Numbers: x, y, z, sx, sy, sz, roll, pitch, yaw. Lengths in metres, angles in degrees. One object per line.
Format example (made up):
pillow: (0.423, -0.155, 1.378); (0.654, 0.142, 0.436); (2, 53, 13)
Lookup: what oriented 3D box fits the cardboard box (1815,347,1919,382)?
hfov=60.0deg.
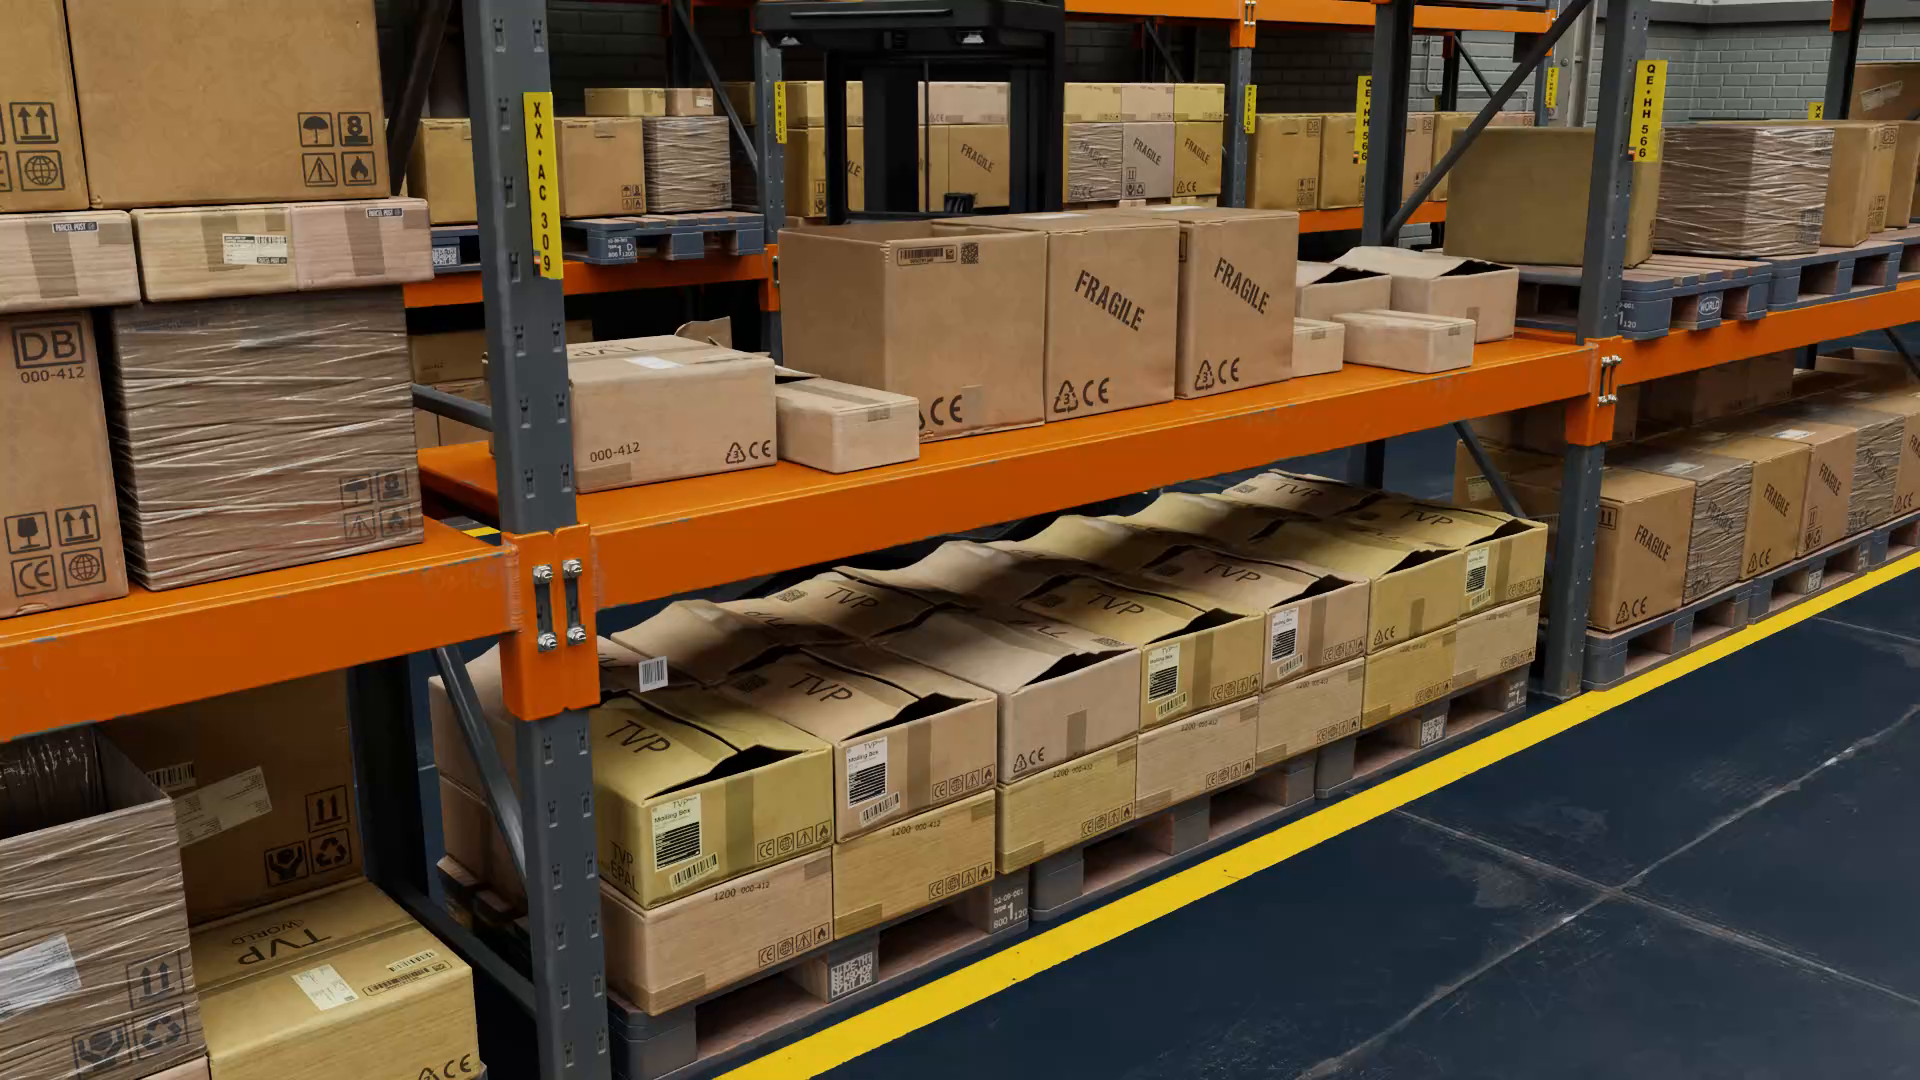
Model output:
cardboard box: (5.166, -0.798, 9.417); (0.500, 0.500, 0.500); (-13, 19, -39)

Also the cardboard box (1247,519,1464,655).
cardboard box: (1.283, 0.117, 5.429); (0.500, 0.311, 0.500); (-13, 20, -40)

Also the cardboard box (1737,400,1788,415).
cardboard box: (3.620, -0.436, 8.062); (0.500, 0.500, 0.500); (-12, 19, -39)

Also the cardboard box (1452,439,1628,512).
cardboard box: (2.456, -0.173, 7.077); (0.500, 0.500, 0.500); (-12, 19, -37)

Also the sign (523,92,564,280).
sign: (-0.748, -0.635, 2.984); (0.005, 0.325, 0.100); (-13, 19, -39)

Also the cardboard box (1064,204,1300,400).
cardboard box: (0.649, -0.725, 4.958); (0.500, 0.500, 0.500); (-14, 20, -42)

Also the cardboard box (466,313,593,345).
cardboard box: (-2.330, -1.078, 9.013); (0.500, 0.250, 0.500); (-12, 19, -38)

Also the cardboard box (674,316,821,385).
cardboard box: (-0.570, -0.406, 4.219); (0.258, 0.266, 0.396); (-13, 20, -41)

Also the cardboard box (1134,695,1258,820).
cardboard box: (0.514, 0.558, 4.861); (0.500, 0.250, 0.500); (-12, 19, -38)

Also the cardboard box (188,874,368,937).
cardboard box: (-1.662, 0.859, 3.737); (0.500, 0.250, 0.500); (-13, 19, -39)

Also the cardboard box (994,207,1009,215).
cardboard box: (0.200, -2.089, 10.705); (0.250, 0.149, 0.380); (-13, 19, -39)

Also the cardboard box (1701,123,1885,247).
cardboard box: (3.630, -1.582, 7.351); (0.700, 0.500, 0.500); (10, 18, 33)

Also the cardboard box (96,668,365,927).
cardboard box: (-1.668, 0.494, 3.648); (0.500, 0.500, 0.500); (-13, 19, -39)

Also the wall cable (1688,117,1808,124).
wall cable: (9.186, -5.570, 17.681); (0.112, 2.526, 3.097); (-13, 19, -39)

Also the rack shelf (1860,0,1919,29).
rack shelf: (6.431, -3.082, 9.558); (4.000, 0.370, 1.077); (-13, 19, -39)

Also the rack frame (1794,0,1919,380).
rack frame: (4.922, -1.642, 8.583); (0.127, 3.000, 1.000); (-13, 19, -39)

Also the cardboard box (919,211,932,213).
cardboard box: (-0.389, -1.963, 10.234); (0.250, 0.149, 0.380); (-13, 20, -40)

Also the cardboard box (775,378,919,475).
cardboard box: (-0.310, -0.275, 3.955); (0.250, 0.149, 0.380); (-13, 19, -39)

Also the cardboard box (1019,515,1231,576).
cardboard box: (0.540, 0.099, 5.496); (0.500, 0.311, 0.500); (-13, 20, -41)

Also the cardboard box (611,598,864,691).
cardboard box: (-0.607, 0.354, 4.538); (0.500, 0.311, 0.500); (-12, 19, -38)

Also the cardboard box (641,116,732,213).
cardboard box: (-1.698, -2.107, 9.280); (0.700, 0.500, 0.500); (13, 20, 40)

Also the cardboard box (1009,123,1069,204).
cardboard box: (0.348, -2.422, 10.697); (0.500, 0.500, 0.500); (-12, 19, -38)

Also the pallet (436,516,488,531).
pallet: (-2.861, -0.243, 8.750); (1.213, 0.211, 1.003); (-13, 19, -39)

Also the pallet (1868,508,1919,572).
pallet: (4.333, -0.149, 8.400); (1.213, 0.211, 1.003); (-13, 19, -39)

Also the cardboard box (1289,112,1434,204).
cardboard box: (3.184, -3.087, 13.412); (0.700, 0.700, 0.980); (-14, 20, -42)

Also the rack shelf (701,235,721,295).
rack shelf: (0.159, -1.919, 11.016); (4.000, 0.370, 1.077); (-13, 19, -39)

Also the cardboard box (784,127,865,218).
cardboard box: (-0.816, -2.162, 9.722); (0.500, 0.500, 0.500); (-12, 19, -38)

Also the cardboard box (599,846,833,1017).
cardboard box: (-0.646, 0.819, 3.886); (0.500, 0.250, 0.500); (-13, 20, -41)

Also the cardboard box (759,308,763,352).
cardboard box: (-0.709, -1.191, 10.249); (0.750, 0.750, 0.750); (-13, 20, -40)

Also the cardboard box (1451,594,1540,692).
cardboard box: (1.668, 0.298, 5.836); (0.500, 0.250, 0.500); (-12, 19, -38)

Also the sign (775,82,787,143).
sign: (-0.987, -2.345, 9.126); (0.005, 0.325, 0.100); (-13, 19, -39)

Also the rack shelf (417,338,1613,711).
rack shelf: (0.396, -0.278, 4.871); (4.000, 0.370, 1.077); (-13, 19, -39)

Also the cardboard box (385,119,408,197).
cardboard box: (-3.059, -1.802, 8.136); (0.500, 0.500, 0.700); (-10, 18, -32)

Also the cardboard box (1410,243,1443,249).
cardboard box: (4.185, -2.514, 14.621); (0.250, 0.149, 0.380); (-12, 19, -39)

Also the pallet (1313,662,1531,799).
pallet: (1.258, 0.515, 5.913); (1.213, 0.211, 1.003); (-13, 19, -39)

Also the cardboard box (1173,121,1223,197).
cardboard box: (1.485, -2.680, 11.661); (0.500, 0.500, 0.500); (-13, 20, -40)

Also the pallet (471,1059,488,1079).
pallet: (-1.741, 1.187, 3.396); (1.213, 0.211, 1.003); (-13, 19, -39)

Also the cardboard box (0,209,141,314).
cardboard box: (-1.561, -0.474, 2.761); (0.250, 0.149, 0.380); (-13, 20, -41)

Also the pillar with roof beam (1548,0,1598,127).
pillar with roof beam: (8.980, -5.969, 13.159); (0.400, 9.000, 9.100); (-13, 19, -39)

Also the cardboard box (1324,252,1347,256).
cardboard box: (3.230, -2.299, 13.816); (0.250, 0.149, 0.380); (-12, 19, -39)

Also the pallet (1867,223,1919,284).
pallet: (4.247, -1.435, 8.181); (1.213, 0.211, 1.003); (-13, 19, -39)

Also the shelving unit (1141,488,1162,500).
shelving unit: (0.821, -0.796, 8.904); (0.503, 1.200, 0.258); (-5, 16, -18)

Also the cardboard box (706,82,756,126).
cardboard box: (-1.178, -2.619, 9.981); (0.500, 0.250, 0.500); (-12, 19, -38)

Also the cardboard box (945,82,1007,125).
cardboard box: (-0.059, -2.695, 10.265); (0.500, 0.250, 0.500); (-12, 19, -39)

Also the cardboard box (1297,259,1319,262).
cardboard box: (2.654, -2.169, 13.332); (0.250, 0.149, 0.380); (-13, 20, -41)

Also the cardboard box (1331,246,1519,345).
cardboard box: (1.601, -0.868, 5.859); (0.500, 0.311, 0.500); (-11, 19, -36)

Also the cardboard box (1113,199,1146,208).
cardboard box: (1.038, -2.243, 11.281); (0.250, 0.149, 0.380); (-13, 19, -39)

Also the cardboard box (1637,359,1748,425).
cardboard box: (3.265, -0.720, 7.671); (0.500, 0.250, 0.500); (-13, 20, -40)

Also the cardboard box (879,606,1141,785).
cardboard box: (0.133, 0.375, 4.461); (0.500, 0.311, 0.500); (-14, 20, -41)

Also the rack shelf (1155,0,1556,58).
rack shelf: (3.176, -4.046, 13.166); (4.000, 0.370, 1.077); (-13, 19, -39)

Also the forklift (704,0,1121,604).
forklift: (-0.180, -1.239, 7.207); (1.130, 2.935, 3.031); (6, 16, 21)

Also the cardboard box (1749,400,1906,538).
cardboard box: (3.981, -0.340, 7.702); (0.500, 0.500, 0.500); (-12, 19, -39)

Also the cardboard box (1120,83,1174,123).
cardboard box: (1.091, -2.956, 11.241); (0.500, 0.250, 0.500); (-12, 19, -38)

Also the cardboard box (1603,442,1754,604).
cardboard box: (2.827, -0.080, 6.729); (0.500, 0.500, 0.500); (-14, 20, -41)

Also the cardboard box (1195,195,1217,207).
cardboard box: (1.598, -2.381, 11.801); (0.250, 0.149, 0.380); (-12, 19, -39)

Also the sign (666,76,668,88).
sign: (-1.717, -2.595, 9.908); (0.005, 0.325, 0.100); (-13, 19, -39)

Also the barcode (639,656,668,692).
barcode: (-0.647, 0.283, 3.510); (0.075, 0.075, 0.001); (-13, 19, -39)

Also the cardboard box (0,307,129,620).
cardboard box: (-1.837, -0.168, 2.872); (0.500, 0.500, 0.700); (-13, 20, -40)

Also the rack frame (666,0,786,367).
rack frame: (-1.350, -1.928, 9.655); (0.127, 3.000, 1.000); (-13, 19, -39)
